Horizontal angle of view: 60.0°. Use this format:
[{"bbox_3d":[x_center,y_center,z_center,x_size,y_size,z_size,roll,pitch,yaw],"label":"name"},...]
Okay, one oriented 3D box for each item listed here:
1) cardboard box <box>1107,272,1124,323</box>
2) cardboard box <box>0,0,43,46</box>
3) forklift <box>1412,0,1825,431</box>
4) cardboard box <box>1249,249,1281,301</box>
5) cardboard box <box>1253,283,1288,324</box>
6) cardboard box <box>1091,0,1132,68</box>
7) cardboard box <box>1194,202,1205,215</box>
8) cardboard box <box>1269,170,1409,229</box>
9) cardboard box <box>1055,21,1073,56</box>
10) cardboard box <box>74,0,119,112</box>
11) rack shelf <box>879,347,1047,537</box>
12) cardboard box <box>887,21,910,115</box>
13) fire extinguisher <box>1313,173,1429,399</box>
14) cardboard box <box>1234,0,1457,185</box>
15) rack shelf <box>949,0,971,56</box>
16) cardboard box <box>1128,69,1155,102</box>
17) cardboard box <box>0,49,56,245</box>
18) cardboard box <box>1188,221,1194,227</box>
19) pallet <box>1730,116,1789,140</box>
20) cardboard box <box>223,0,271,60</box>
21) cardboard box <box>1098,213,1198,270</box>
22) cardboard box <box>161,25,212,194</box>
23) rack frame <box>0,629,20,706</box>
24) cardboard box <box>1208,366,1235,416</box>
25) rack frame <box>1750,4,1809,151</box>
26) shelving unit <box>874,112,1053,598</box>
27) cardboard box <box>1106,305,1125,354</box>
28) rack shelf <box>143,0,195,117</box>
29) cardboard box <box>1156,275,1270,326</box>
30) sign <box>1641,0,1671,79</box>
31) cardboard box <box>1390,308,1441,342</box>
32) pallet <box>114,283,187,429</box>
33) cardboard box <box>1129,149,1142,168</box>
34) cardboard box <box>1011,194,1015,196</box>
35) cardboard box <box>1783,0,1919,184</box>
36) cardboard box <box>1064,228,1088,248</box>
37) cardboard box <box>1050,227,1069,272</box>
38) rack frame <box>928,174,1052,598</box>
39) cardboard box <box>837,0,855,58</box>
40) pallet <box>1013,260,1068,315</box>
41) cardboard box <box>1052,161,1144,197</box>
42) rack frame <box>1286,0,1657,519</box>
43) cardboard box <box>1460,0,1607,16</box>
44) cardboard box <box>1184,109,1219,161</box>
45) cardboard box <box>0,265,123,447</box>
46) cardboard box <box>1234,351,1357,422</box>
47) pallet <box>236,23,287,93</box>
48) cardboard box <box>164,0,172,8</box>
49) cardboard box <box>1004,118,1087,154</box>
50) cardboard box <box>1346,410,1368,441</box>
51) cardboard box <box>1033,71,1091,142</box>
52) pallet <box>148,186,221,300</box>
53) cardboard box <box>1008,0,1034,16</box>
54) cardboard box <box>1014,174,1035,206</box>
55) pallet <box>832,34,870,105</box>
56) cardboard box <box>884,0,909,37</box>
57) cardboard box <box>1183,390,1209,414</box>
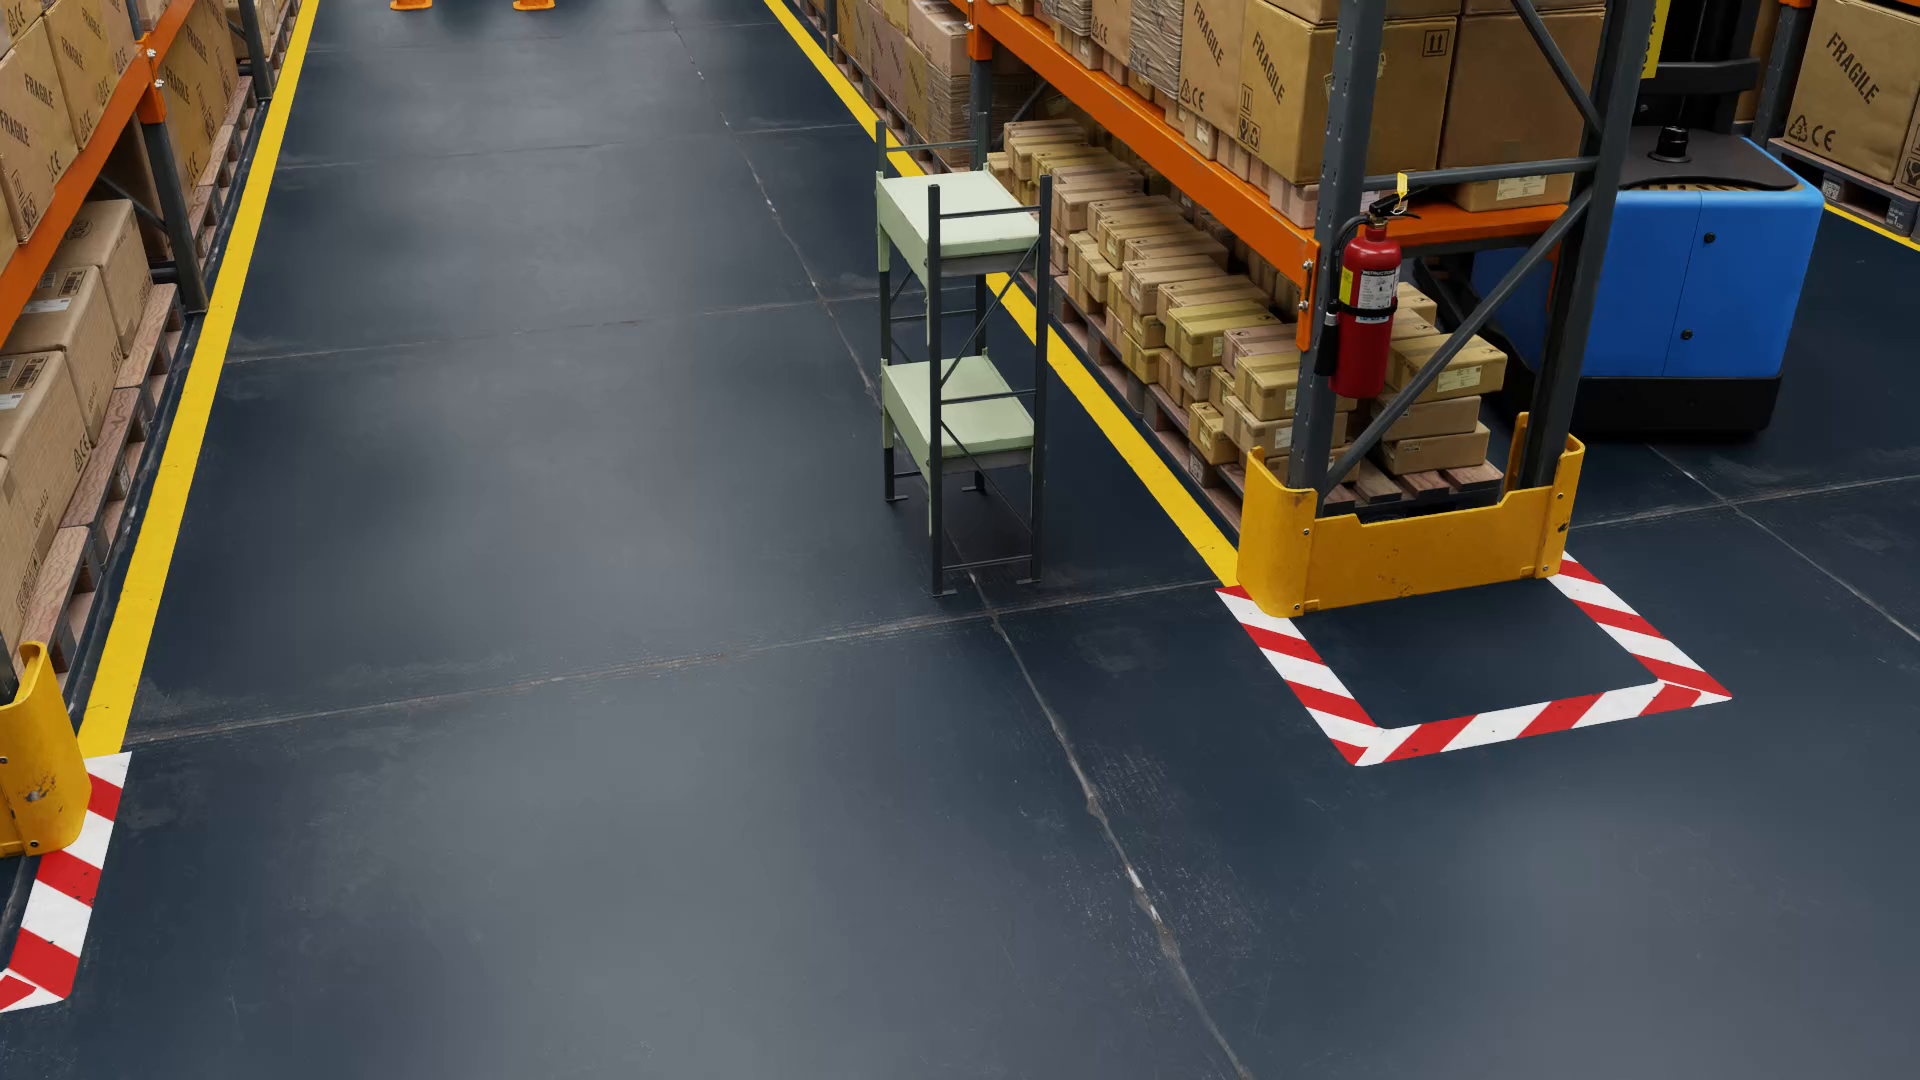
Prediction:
[{"bbox_3d":[0.858,-1.062,7.220,0.380,0.149,0.250,-6,31,-11],"label":"cardboard box"},{"bbox_3d":[-3.407,-1.919,5.472,0.500,0.500,0.500,-8,31,-13],"label":"cardboard box"},{"bbox_3d":[2.872,-2.415,7.497,1.130,2.935,3.031,0,30,0],"label":"forklift"},{"bbox_3d":[1.459,-1.146,7.069,0.380,0.149,0.250,-7,31,-11],"label":"cardboard box"},{"bbox_3d":[1.427,-1.007,7.125,0.380,0.149,0.250,-9,31,-16],"label":"cardboard box"},{"bbox_3d":[0.847,-2.233,6.717,0.500,0.500,0.500,-6,31,-11],"label":"cardboard box"},{"bbox_3d":[1.314,-1.523,7.719,0.380,0.149,0.250,-9,31,-15],"label":"cardboard box"},{"bbox_3d":[1.254,-1.154,5.500,0.380,0.149,0.250,-8,31,-13],"label":"cardboard box"},{"bbox_3d":[0.643,-2.286,7.457,0.380,0.149,0.250,-7,31,-12],"label":"cardboard box"},{"bbox_3d":[-3.683,-1.973,6.565,0.500,0.500,0.500,-9,31,-14],"label":"cardboard box"},{"bbox_3d":[-0.002,-0.370,6.043,0.431,0.370,0.720,-8,31,-13],"label":"rack shelf"},{"bbox_3d":[-0.156,-2.995,10.506,0.500,0.500,0.500,-9,31,-14],"label":"cardboard box"},{"bbox_3d":[1.235,-0.765,5.027,0.296,0.674,0.183,-8,31,-13],"label":"fire extinguisher"},{"bbox_3d":[1.245,-1.498,5.446,0.500,0.500,0.500,-7,31,-12],"label":"cardboard box"},{"bbox_3d":[0.020,-3.729,10.417,1.077,0.370,4.000,-8,31,-13],"label":"rack shelf"},{"bbox_3d":[0.911,-1.914,6.813,0.380,0.149,0.250,-7,31,-12],"label":"cardboard box"},{"bbox_3d":[-3.262,-1.238,5.294,0.500,0.500,0.500,-8,31,-14],"label":"cardboard box"},{"bbox_3d":[1.223,-1.399,7.802,0.380,0.149,0.250,-9,31,-16],"label":"cardboard box"},{"bbox_3d":[5.083,-2.841,10.948,1.003,0.211,1.213,-8,31,-13],"label":"pallet"},{"bbox_3d":[-5.397,-3.618,11.711,0.950,0.372,0.625,-10,32,-17],"label":"cardboard box"},{"bbox_3d":[0.833,-1.328,7.383,0.380,0.149,0.250,-8,31,-13],"label":"cardboard box"},{"bbox_3d":[-4.683,-2.354,9.024,0.875,0.875,0.875,-7,31,-12],"label":"cardboard box"},{"bbox_3d":[-3.133,-0.436,4.009,1.000,3.000,0.127,-8,31,-13],"label":"rack frame"},{"bbox_3d":[1.180,-0.570,6.370,0.380,0.149,0.250,-9,31,-14],"label":"cardboard box"},{"bbox_3d":[5.360,-3.685,9.623,1.000,3.000,0.127,-8,31,-13],"label":"rack frame"},{"bbox_3d":[-0.002,-0.652,5.880,0.431,1.500,0.755,-8,31,-13],"label":"shelving unit"},{"bbox_3d":[0.860,-0.934,7.296,0.380,0.149,0.250,-7,31,-12],"label":"cardboard box"},{"bbox_3d":[-4.725,-3.022,9.195,1.077,0.370,4.000,-8,31,-13],"label":"rack shelf"},{"bbox_3d":[1.018,-0.941,6.714,0.380,0.149,0.250,-9,31,-15],"label":"cardboard box"},{"bbox_3d":[2.136,-1.590,5.138,0.100,0.325,0.005,-8,31,-13],"label":"sign"},{"bbox_3d":[1.612,-0.764,6.408,0.380,0.149,0.250,-7,31,-12],"label":"cardboard box"},{"bbox_3d":[-4.068,-0.783,7.392,1.003,0.211,1.213,-8,31,-13],"label":"pallet"},{"bbox_3d":[1.076,-1.905,8.380,0.380,0.149,0.250,-8,31,-14],"label":"cardboard box"},{"bbox_3d":[0.338,-1.804,8.799,0.380,0.149,0.250,-9,31,-15],"label":"cardboard box"},{"bbox_3d":[5.458,-2.618,9.481,0.875,0.875,0.875,-8,31,-13],"label":"cardboard box"},{"bbox_3d":[0.711,-1.444,7.880,0.380,0.149,0.250,-6,31,-11],"label":"cardboard box"},{"bbox_3d":[0.640,-1.446,8.181,0.380,0.149,0.250,-8,31,-14],"label":"cardboard box"},{"bbox_3d":[0.095,-0.476,5.574,0.400,1.500,0.023,-8,31,-13],"label":"rack frame"},{"bbox_3d":[-0.569,-3.731,11.778,0.500,0.500,0.500,-9,31,-15],"label":"cardboard box"},{"bbox_3d":[0.763,-1.548,8.714,1.003,0.211,1.213,-8,31,-13],"label":"pallet"},{"bbox_3d":[0.665,-1.707,8.037,0.380,0.149,0.250,-9,31,-15],"label":"cardboard box"},{"bbox_3d":[1.613,-1.143,5.230,1.000,3.000,0.127,-8,31,-13],"label":"rack frame"},{"bbox_3d":[1.750,-2.000,5.316,0.500,0.500,0.500,-8,31,-14],"label":"cardboard box"},{"bbox_3d":[1.053,-1.518,6.130,0.380,0.149,0.250,-7,31,-12],"label":"cardboard box"},{"bbox_3d":[-3.893,-0.691,6.588,0.875,0.438,0.875,-9,31,-15],"label":"cardboard box"},{"bbox_3d":[1.228,-0.570,6.074,0.380,0.149,0.250,-7,31,-13],"label":"cardboard box"},{"bbox_3d":[-5.462,-3.470,12.035,1.003,0.211,1.213,-8,31,-13],"label":"pallet"},{"bbox_3d":[-4.196,-2.800,8.243,0.500,0.250,0.500,-9,31,-14],"label":"cardboard box"},{"bbox_3d":[0.443,-2.086,8.693,0.380,0.149,0.250,-7,31,-11],"label":"cardboard box"},{"bbox_3d":[1.634,-0.502,6.549,0.380,0.149,0.250,-8,31,-13],"label":"cardboard box"},{"bbox_3d":[0.611,-2.567,9.766,0.500,0.500,0.500,-7,31,-11],"label":"cardboard box"},{"bbox_3d":[-4.472,-1.524,8.671,1.003,0.211,1.213,-8,31,-13],"label":"pallet"},{"bbox_3d":[0.451,-2.671,8.121,0.380,0.149,0.250,-7,31,-12],"label":"cardboard box"},{"bbox_3d":[0.493,-1.823,8.536,0.380,0.149,0.250,-8,31,-13],"label":"cardboard box"},{"bbox_3d":[-0.305,-3.422,11.952,1.003,0.211,1.213,-8,31,-13],"label":"pallet"},{"bbox_3d":[-0.168,-3.329,10.334,0.500,0.250,0.500,-9,31,-15],"label":"cardboard box"},{"bbox_3d":[1.119,-0.567,6.662,0.380,0.149,0.250,-8,31,-14],"label":"cardboard box"}]
